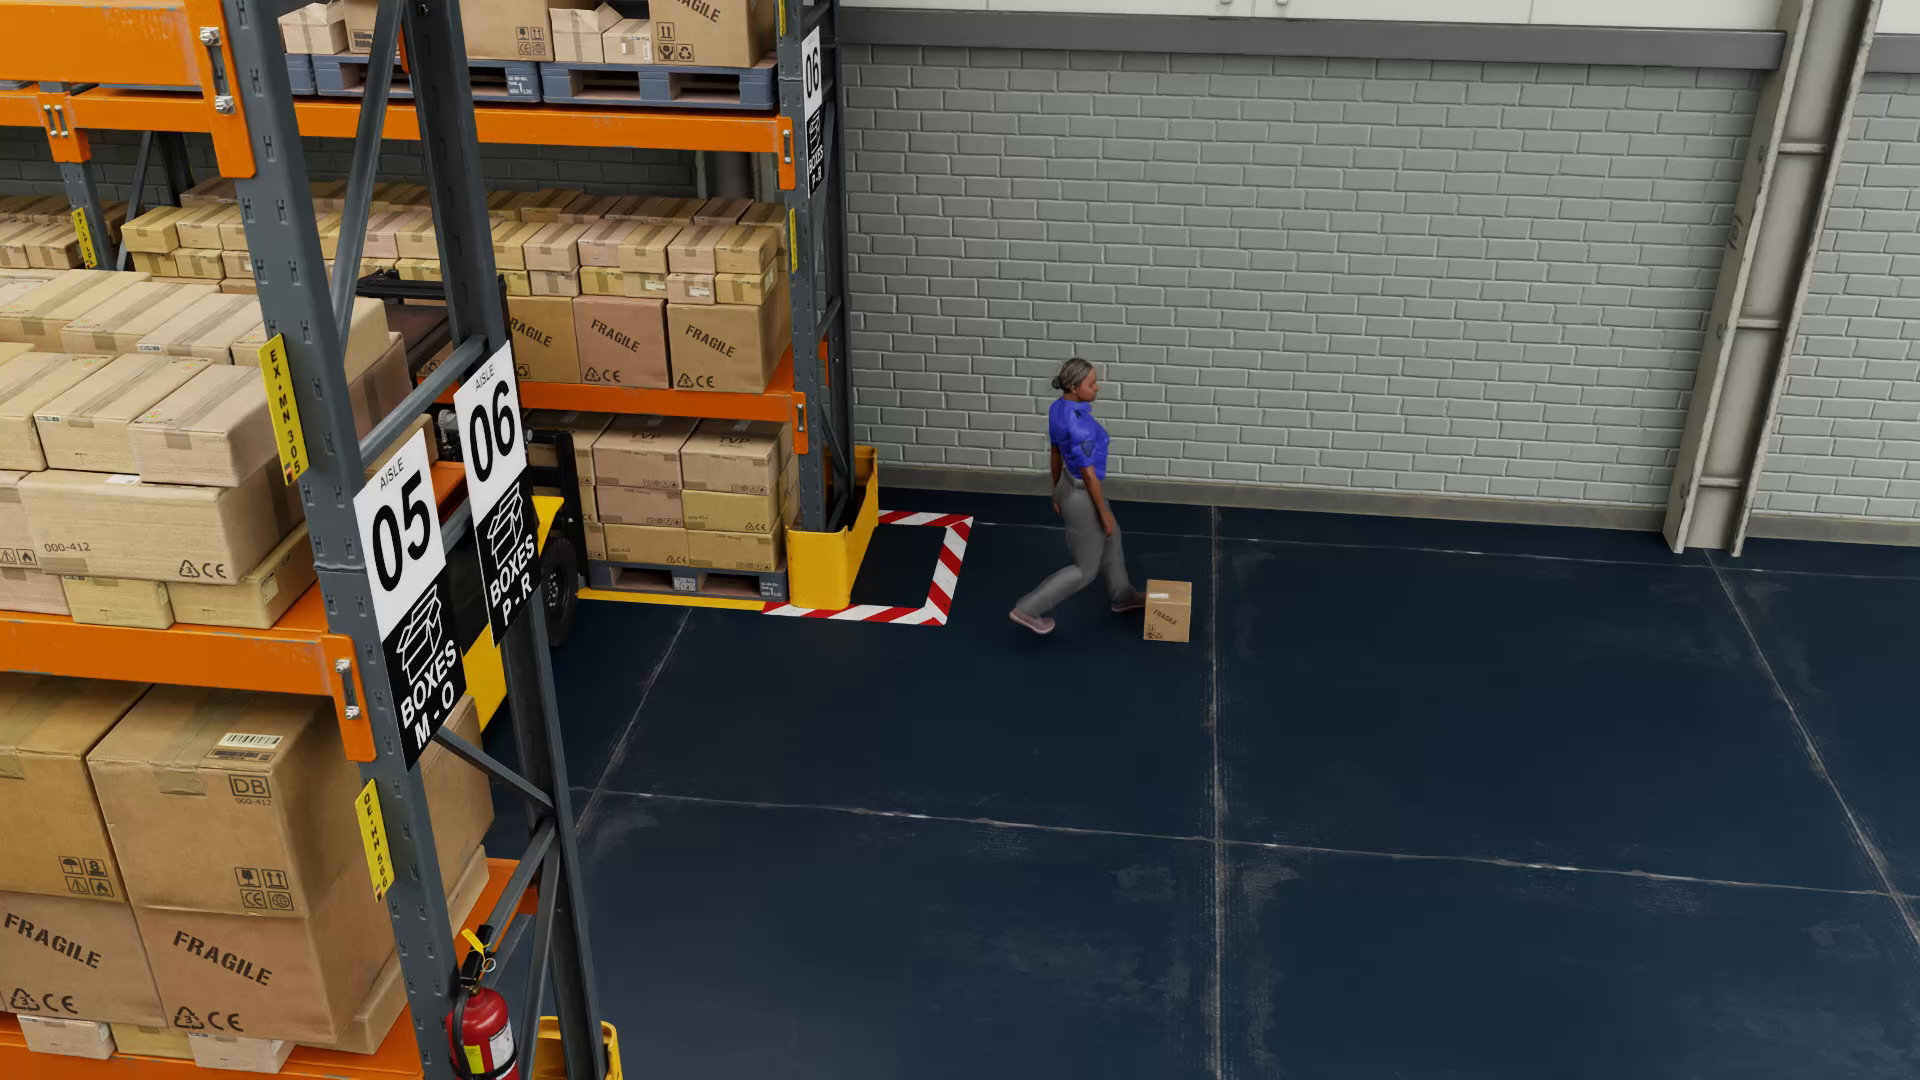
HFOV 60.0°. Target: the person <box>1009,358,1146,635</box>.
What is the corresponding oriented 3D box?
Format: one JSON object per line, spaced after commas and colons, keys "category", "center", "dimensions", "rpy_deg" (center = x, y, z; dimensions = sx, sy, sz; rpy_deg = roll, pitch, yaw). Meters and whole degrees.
{"category": "person", "center": [0.707, -0.241, 9.109], "dimensions": [0.957, 1.607, 0.485], "rpy_deg": [-6, 29, -10]}
